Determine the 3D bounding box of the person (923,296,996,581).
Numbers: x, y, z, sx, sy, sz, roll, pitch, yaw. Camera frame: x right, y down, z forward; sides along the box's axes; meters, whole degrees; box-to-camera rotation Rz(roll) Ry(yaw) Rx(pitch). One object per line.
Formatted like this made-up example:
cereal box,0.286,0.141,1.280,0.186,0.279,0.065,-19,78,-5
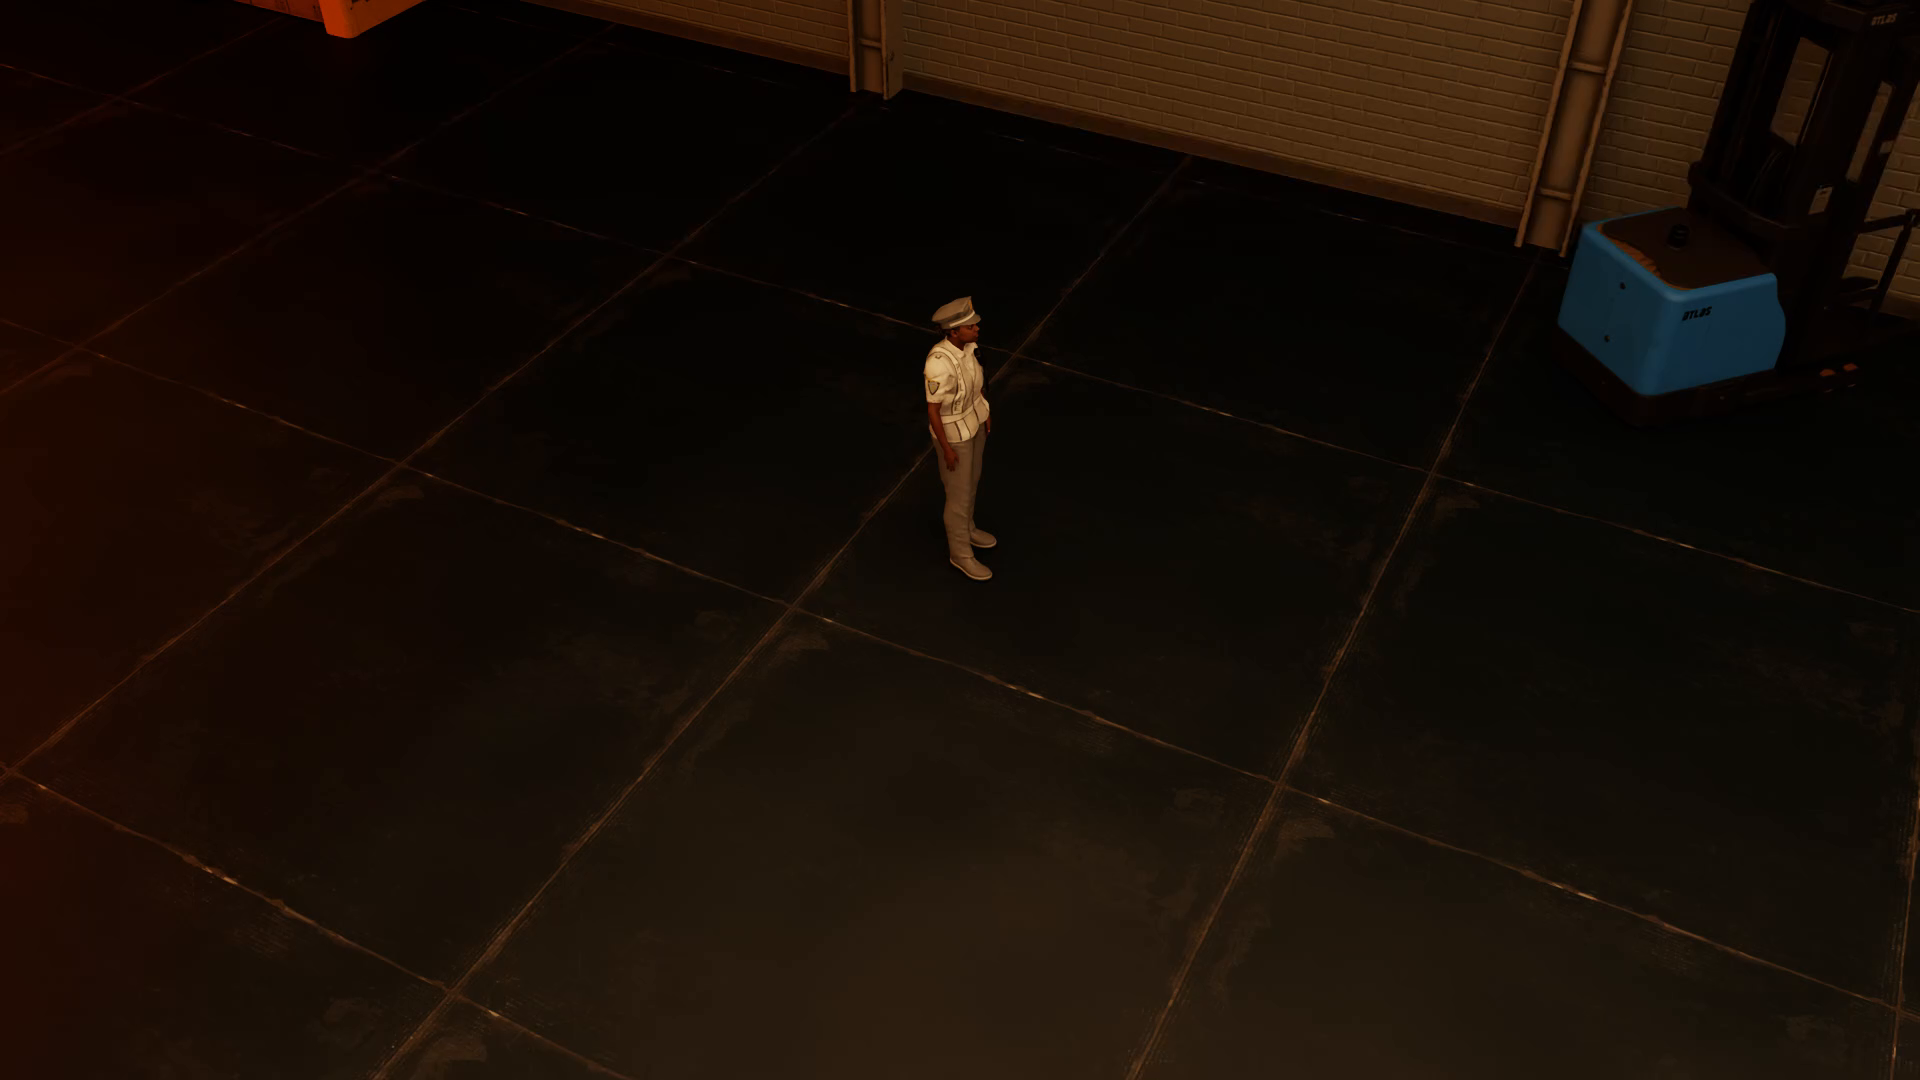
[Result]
person,0.057,-0.620,9.672,0.530,1.694,0.569,18,43,21

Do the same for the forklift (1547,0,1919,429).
forklift,5.712,-2.441,10.885,3.031,2.935,1.130,-13,42,-15
